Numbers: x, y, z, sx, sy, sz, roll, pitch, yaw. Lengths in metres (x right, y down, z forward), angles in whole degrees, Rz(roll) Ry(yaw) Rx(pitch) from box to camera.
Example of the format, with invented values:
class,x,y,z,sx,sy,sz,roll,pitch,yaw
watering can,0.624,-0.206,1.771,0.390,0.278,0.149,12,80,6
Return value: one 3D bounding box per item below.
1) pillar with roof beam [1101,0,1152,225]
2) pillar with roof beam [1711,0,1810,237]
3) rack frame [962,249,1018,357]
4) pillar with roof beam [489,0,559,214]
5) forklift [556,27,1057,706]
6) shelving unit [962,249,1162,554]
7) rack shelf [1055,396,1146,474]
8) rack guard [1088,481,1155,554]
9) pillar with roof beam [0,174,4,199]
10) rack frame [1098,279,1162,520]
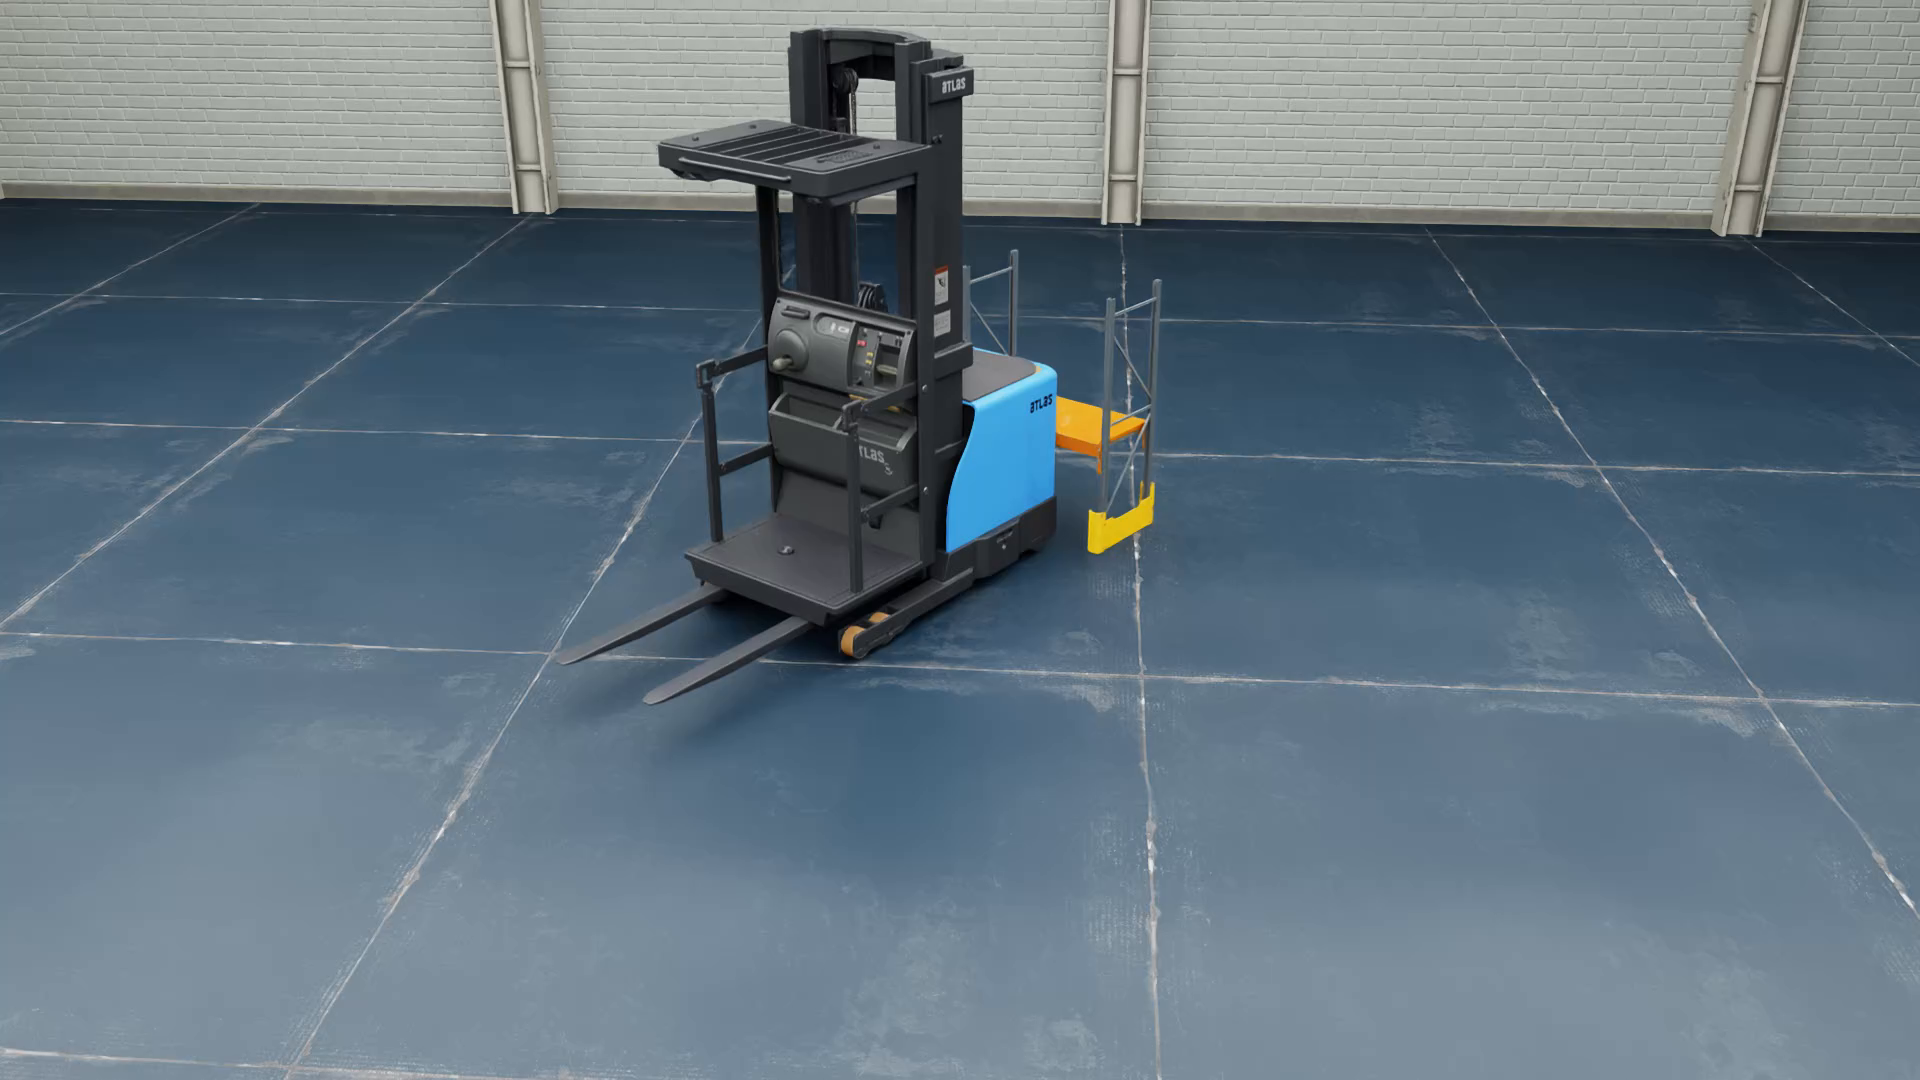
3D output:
class,x,y,z,sx,sy,sz,roll,pitch,yaw
pillar with roof beam,1.289,-5.500,10.937,0.400,9.000,9.100,2,25,4
pillar with roof beam,7.271,-5.308,10.520,0.400,9.000,9.100,2,25,4
rack frame,0.178,-0.971,10.065,0.032,1.500,0.500,19,31,35
pillar with roof beam,-4.694,-5.692,11.354,0.400,9.000,9.100,2,25,4
forklift,-0.744,-0.962,8.333,1.130,2.935,3.031,18,30,34
shelving unit,0.563,-0.838,9.777,1.083,1.500,0.587,19,31,35
rack shelf,0.570,-0.672,9.846,1.000,0.185,0.538,19,31,35
rack guard,0.948,-0.138,9.750,0.087,0.250,0.587,19,31,35
pillar with roof beam,-10.676,-5.884,11.772,0.400,9.000,9.100,2,25,4
rack frame,0.963,-0.700,9.478,0.032,1.500,0.500,19,31,35
